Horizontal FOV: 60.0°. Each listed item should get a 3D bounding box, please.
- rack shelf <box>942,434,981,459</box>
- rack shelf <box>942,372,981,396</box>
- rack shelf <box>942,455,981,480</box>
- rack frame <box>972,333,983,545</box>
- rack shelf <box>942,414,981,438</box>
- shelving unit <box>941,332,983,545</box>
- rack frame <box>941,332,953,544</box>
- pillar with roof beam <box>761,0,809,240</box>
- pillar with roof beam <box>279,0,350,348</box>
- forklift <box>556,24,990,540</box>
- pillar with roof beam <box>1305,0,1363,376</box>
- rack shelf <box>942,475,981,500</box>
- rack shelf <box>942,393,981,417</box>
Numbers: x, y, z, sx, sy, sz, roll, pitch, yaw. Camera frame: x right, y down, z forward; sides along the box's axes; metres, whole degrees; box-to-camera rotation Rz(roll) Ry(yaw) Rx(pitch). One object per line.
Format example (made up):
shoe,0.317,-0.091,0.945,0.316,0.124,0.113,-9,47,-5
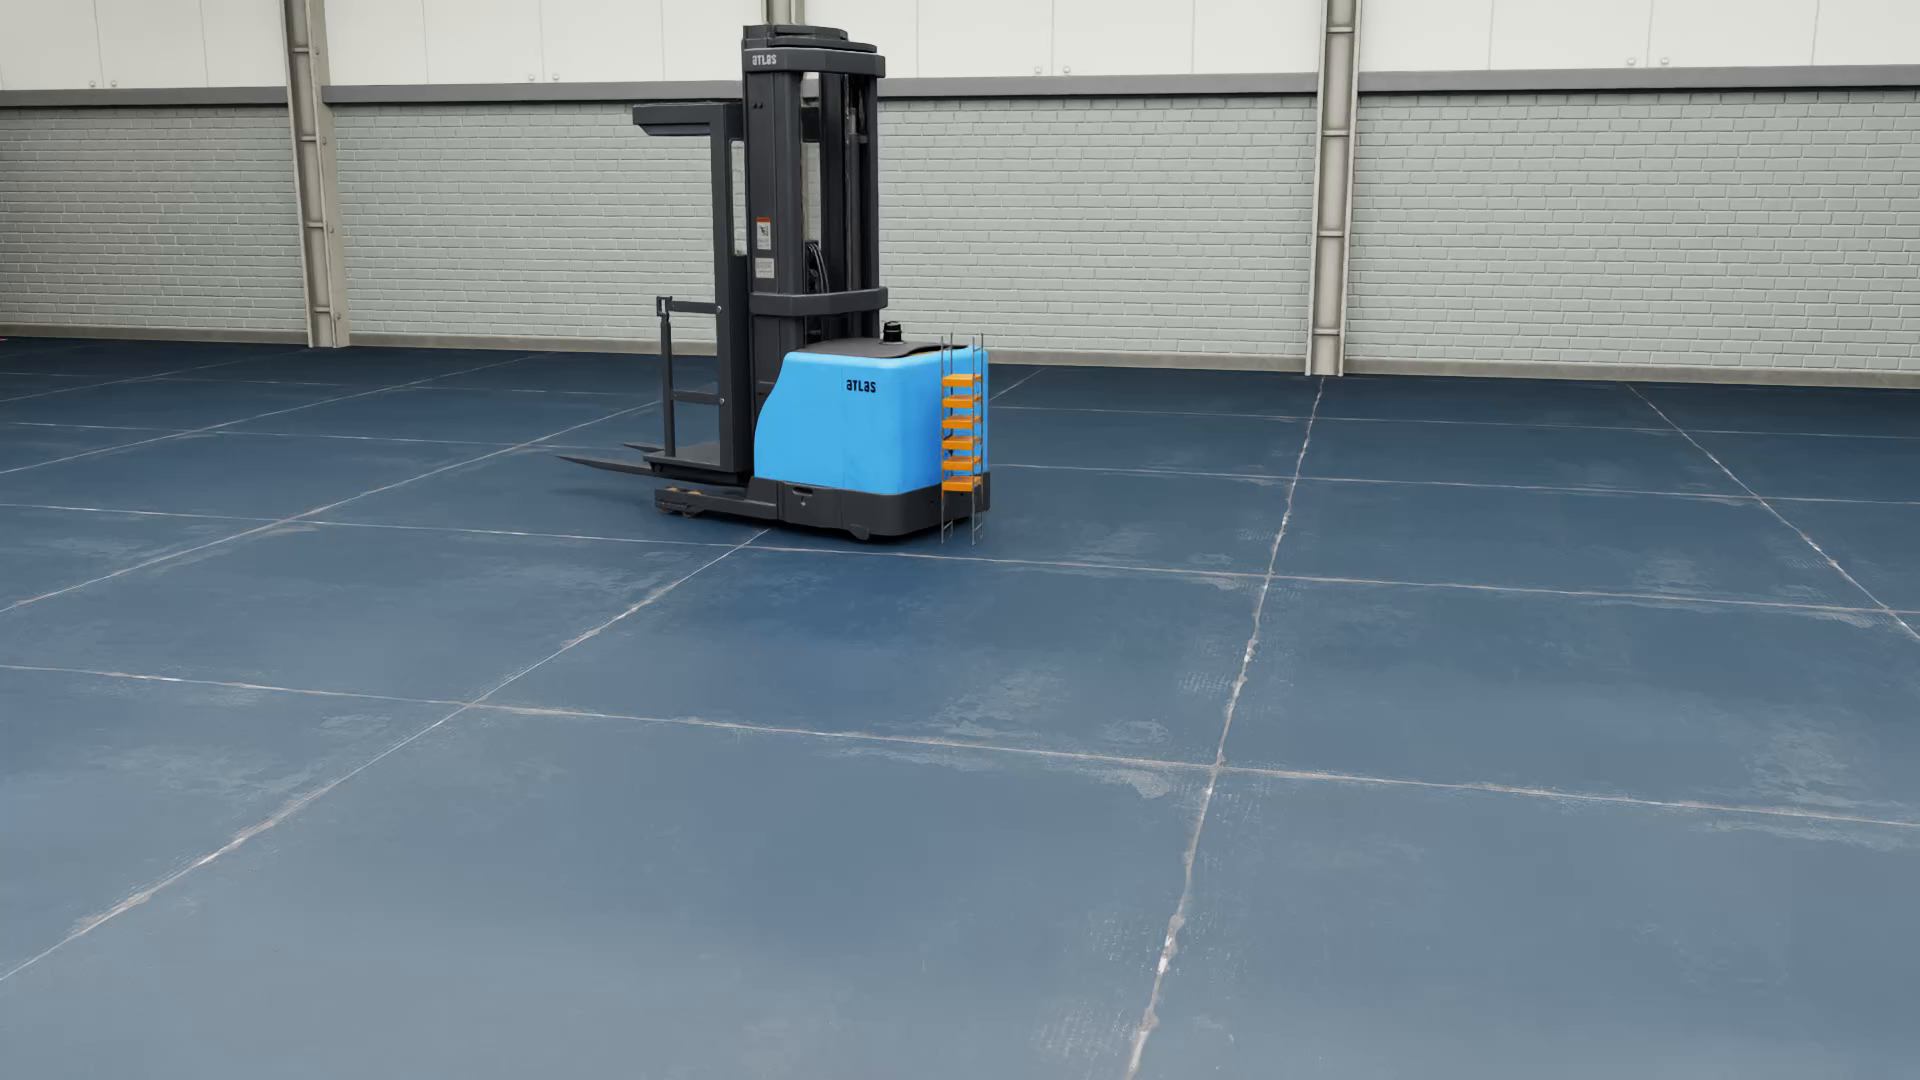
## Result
rack shelf,0.014,-0.542,9.610,0.180,0.103,0.258,3,13,14
rack shelf,0.014,-0.893,9.532,0.180,0.103,0.258,3,13,14
rack shelf,0.014,-0.424,9.636,0.180,0.103,0.258,3,13,14
rack frame,0.103,-0.580,9.579,0.006,1.200,0.240,3,13,14
rack shelf,0.014,-0.659,9.584,0.180,0.103,0.258,3,13,14
shelving unit,0.014,-0.585,9.600,0.189,1.200,0.258,3,13,14
rack frame,-0.075,-0.590,9.622,0.006,1.200,0.240,3,13,14
pillar with roof beam,-2.976,-5.567,14.051,0.400,9.000,9.100,3,13,14
pillar with roof beam,-8.801,-5.879,15.454,0.400,9.000,9.100,3,13,14
forklift,-1.313,-1.656,10.429,3.031,2.935,1.130,9,15,34
pillar with roof beam,2.849,-5.256,12.648,0.400,9.000,9.100,3,13,14
rack shelf,0.014,-0.307,9.662,0.180,0.103,0.258,3,13,14
rack shelf,0.014,-0.776,9.558,0.180,0.103,0.258,3,13,14
